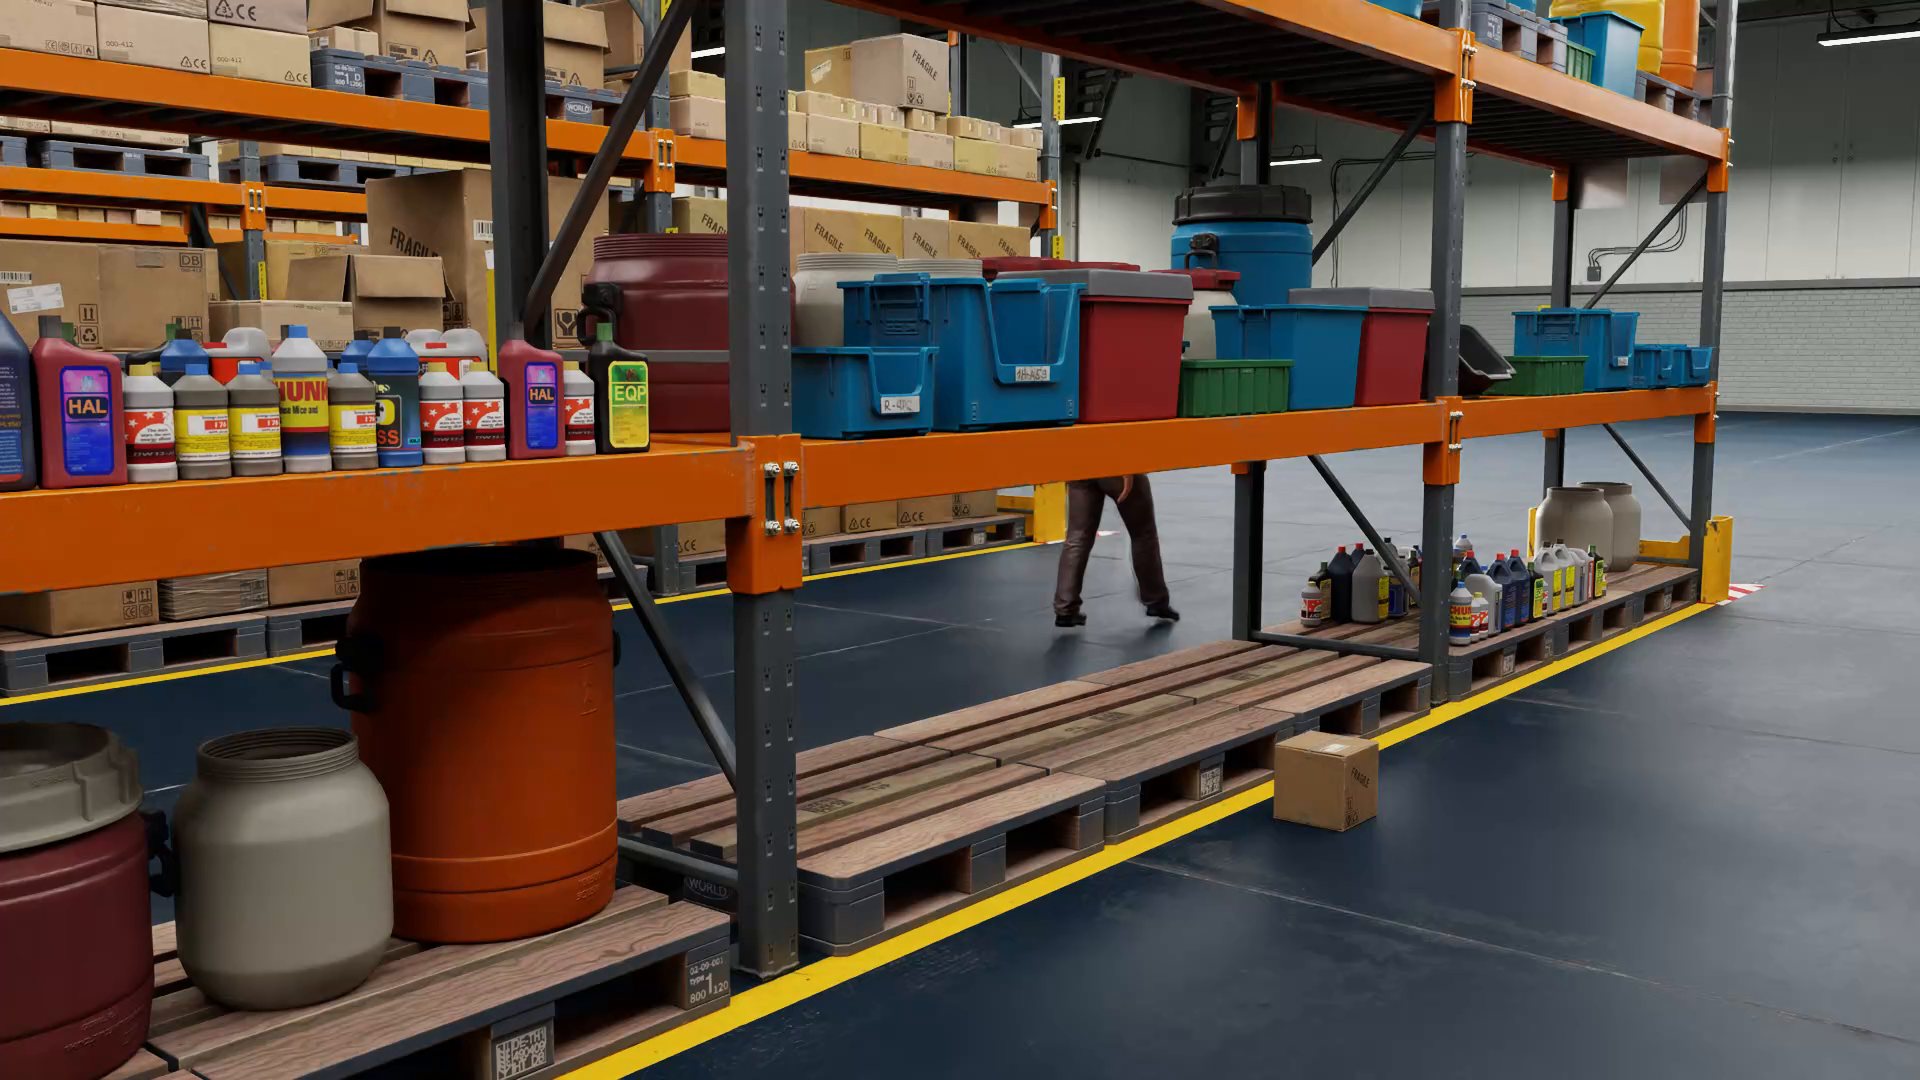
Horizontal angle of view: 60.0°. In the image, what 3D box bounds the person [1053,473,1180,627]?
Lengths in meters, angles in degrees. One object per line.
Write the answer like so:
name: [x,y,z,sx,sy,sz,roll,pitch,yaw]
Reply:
person: [0.842,-0.379,9.017,0.539,1.703,0.920,5,8,36]
